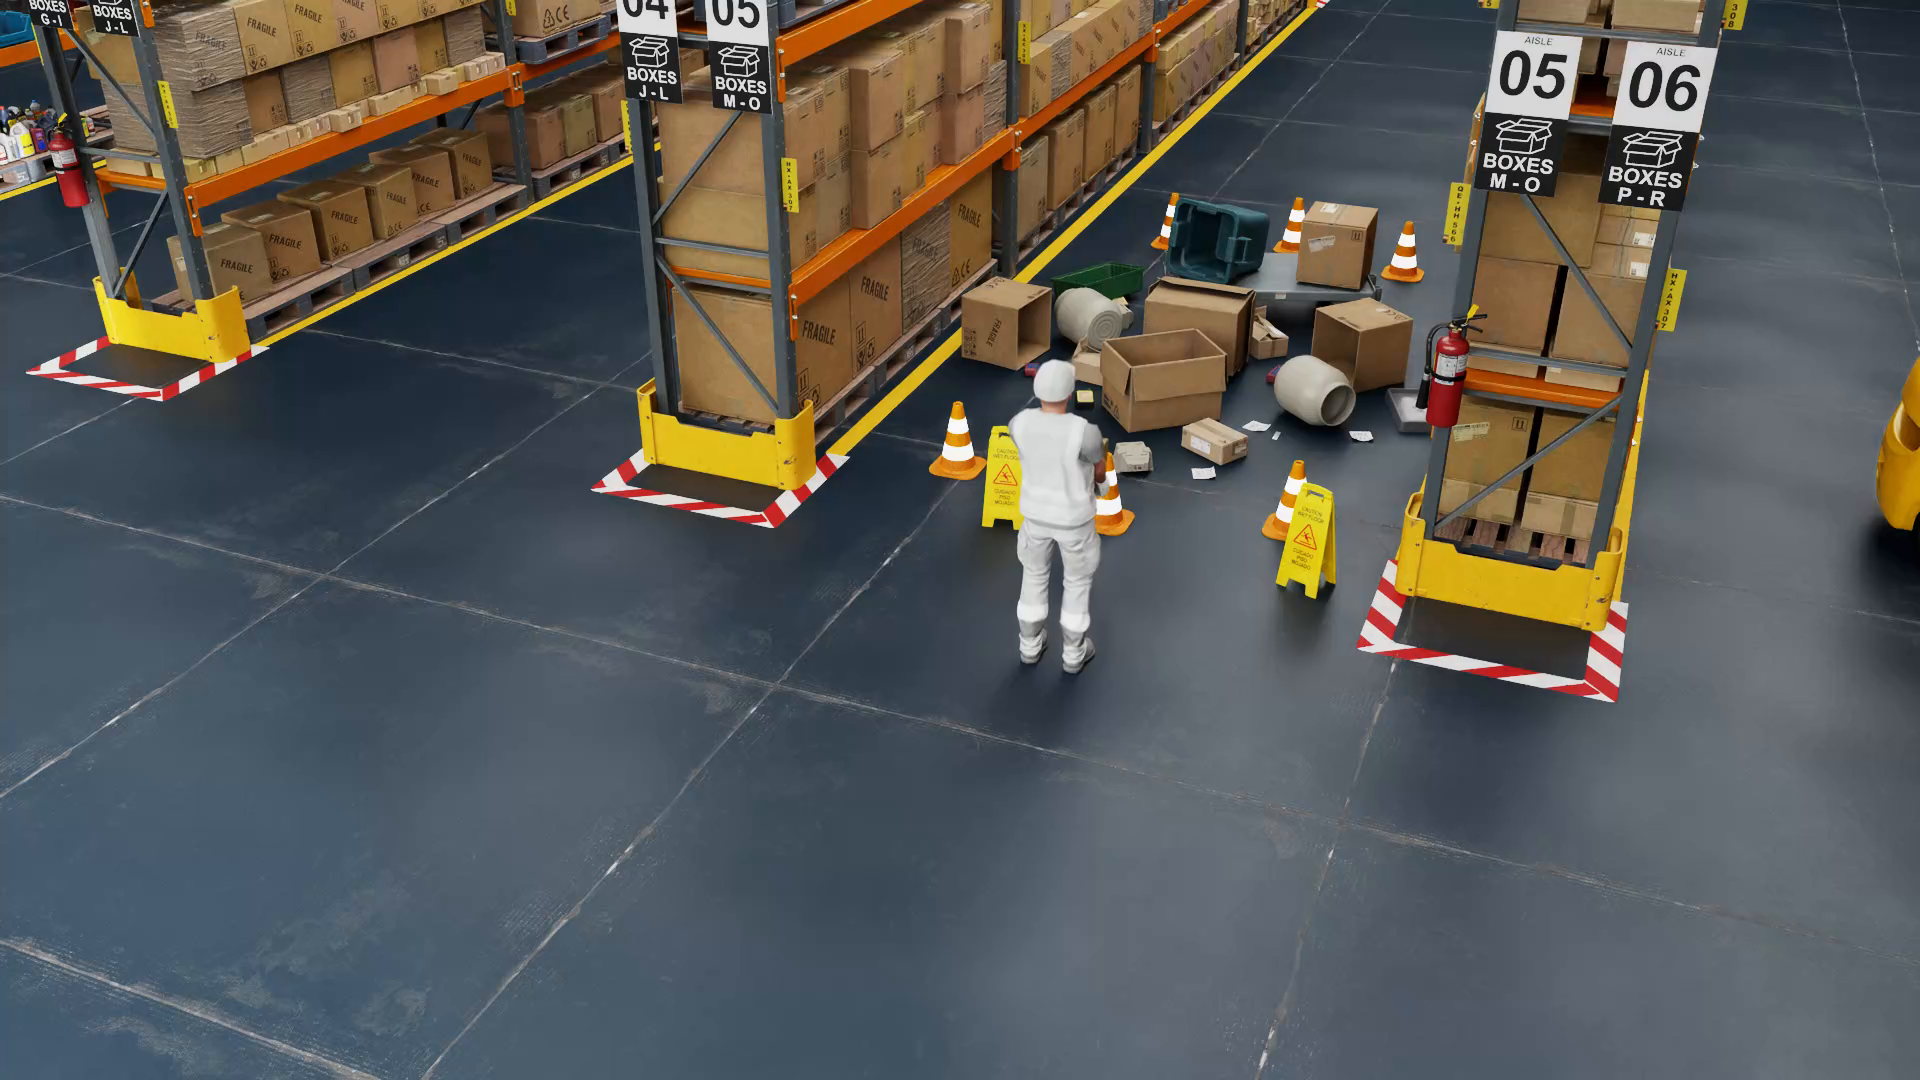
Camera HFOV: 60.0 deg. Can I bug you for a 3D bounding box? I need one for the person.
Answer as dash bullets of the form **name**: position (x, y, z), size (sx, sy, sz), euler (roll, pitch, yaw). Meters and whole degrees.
- **person**: position (0.533, -0.174, 8.692), size (0.493, 1.782, 0.563), euler (12, 31, 20)
